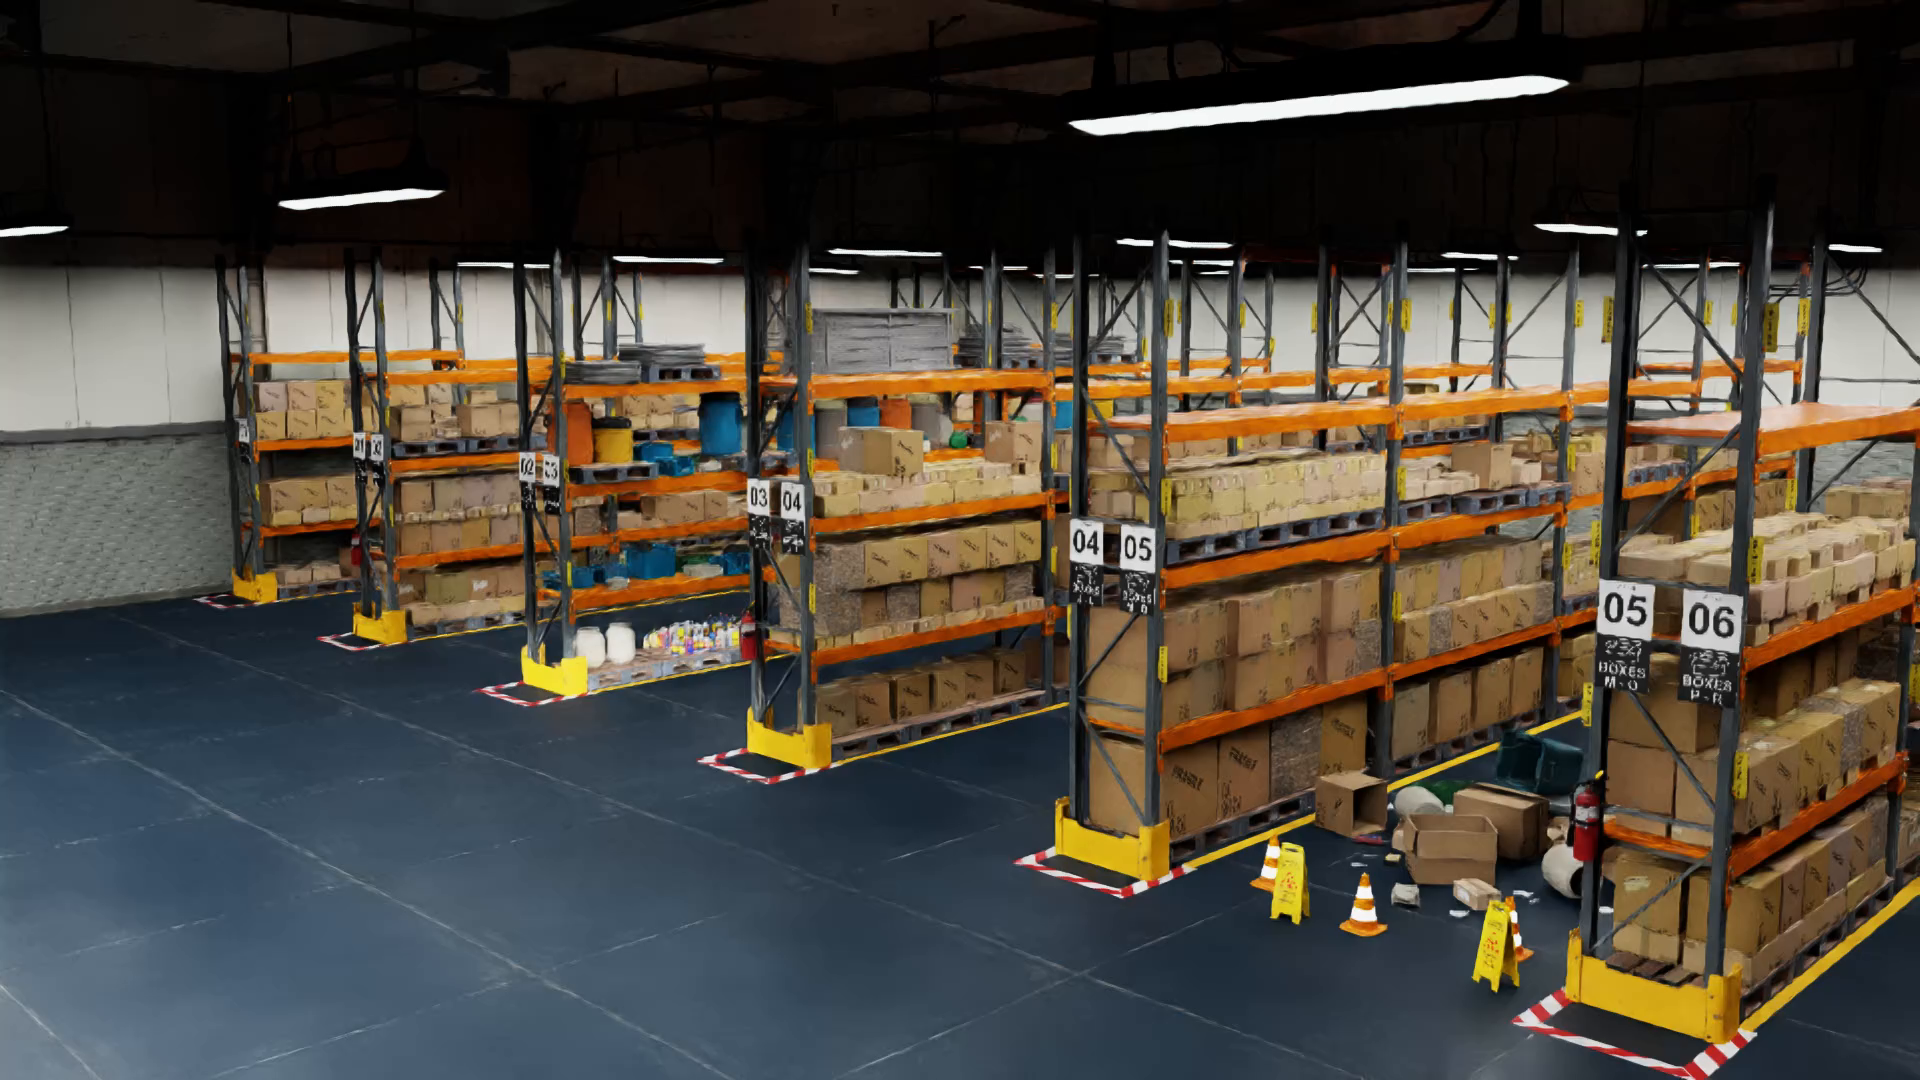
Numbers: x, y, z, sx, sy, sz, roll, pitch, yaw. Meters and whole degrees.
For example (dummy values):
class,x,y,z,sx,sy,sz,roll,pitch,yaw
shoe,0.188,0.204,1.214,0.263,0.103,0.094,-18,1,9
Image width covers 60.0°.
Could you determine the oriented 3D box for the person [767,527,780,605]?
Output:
class,x,y,z,sx,sy,sz,roll,pitch,yaw
person,-3.405,0.315,28.721,0.617,1.611,0.575,8,11,43
